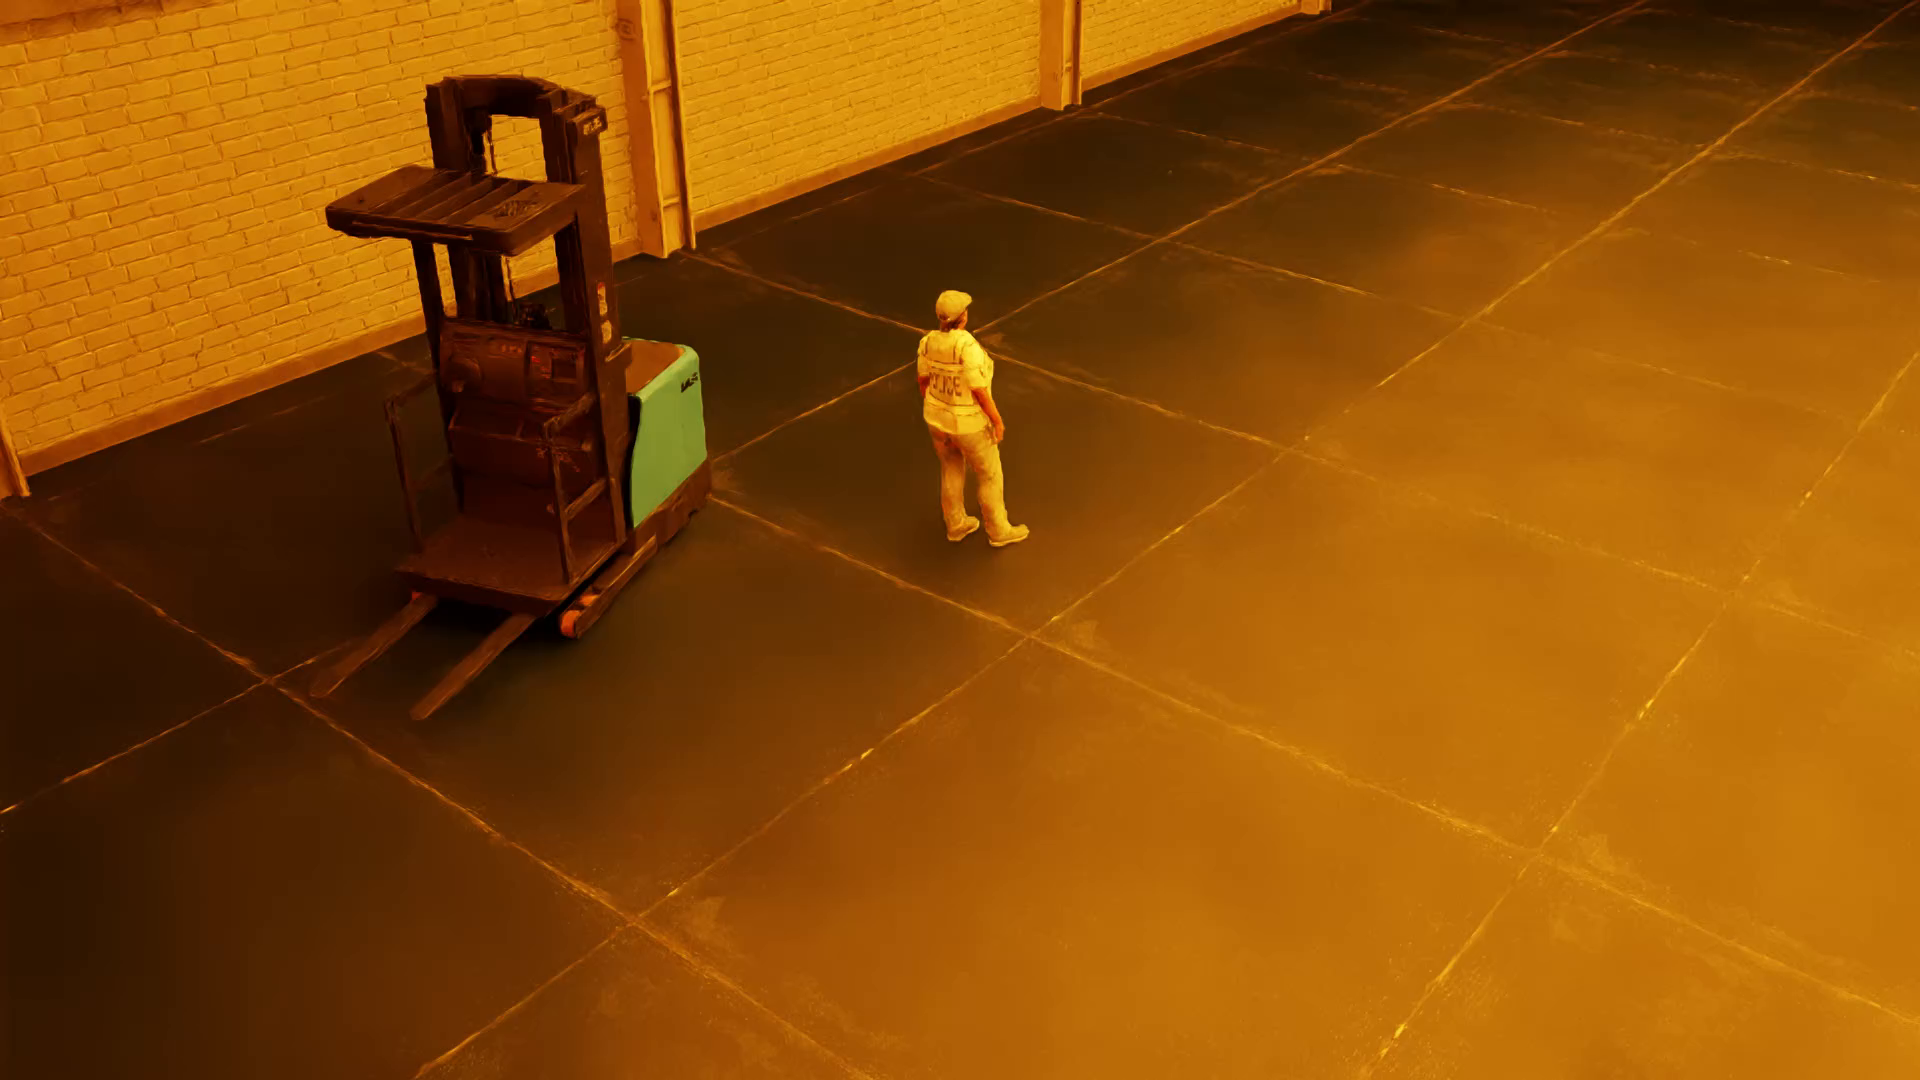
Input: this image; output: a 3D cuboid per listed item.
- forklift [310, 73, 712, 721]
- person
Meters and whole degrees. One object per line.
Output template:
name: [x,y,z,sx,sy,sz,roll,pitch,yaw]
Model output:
forklift: [-2.588,-0.931,9.188,1.130,2.935,3.031,10,32,16]
person: [0.066,-0.749,10.115,0.598,1.669,0.529,22,37,33]
